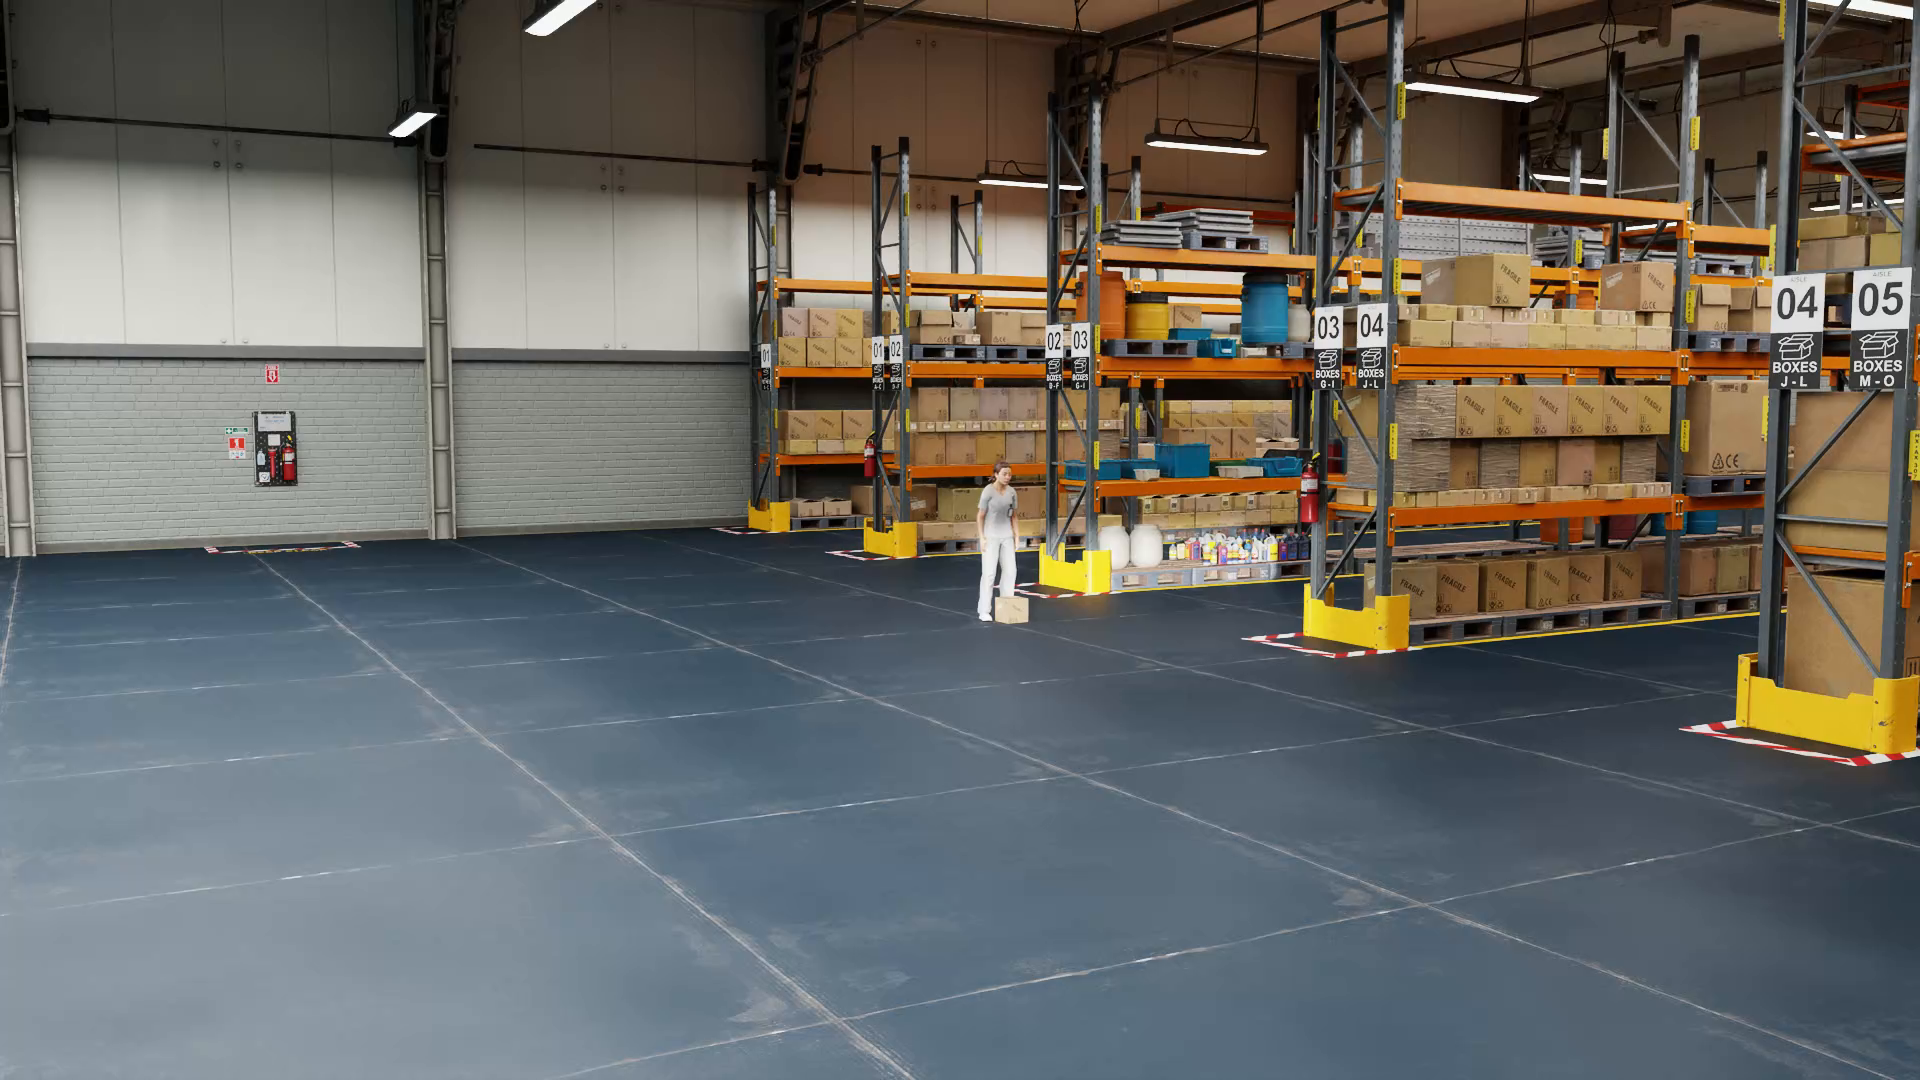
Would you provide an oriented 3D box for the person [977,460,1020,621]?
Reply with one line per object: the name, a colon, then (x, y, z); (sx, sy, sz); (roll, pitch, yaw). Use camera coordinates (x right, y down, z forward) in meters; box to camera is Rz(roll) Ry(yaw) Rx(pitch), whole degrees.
person: (0.420, 0.001, 17.456); (0.486, 1.673, 0.406); (-3, 6, -28)
